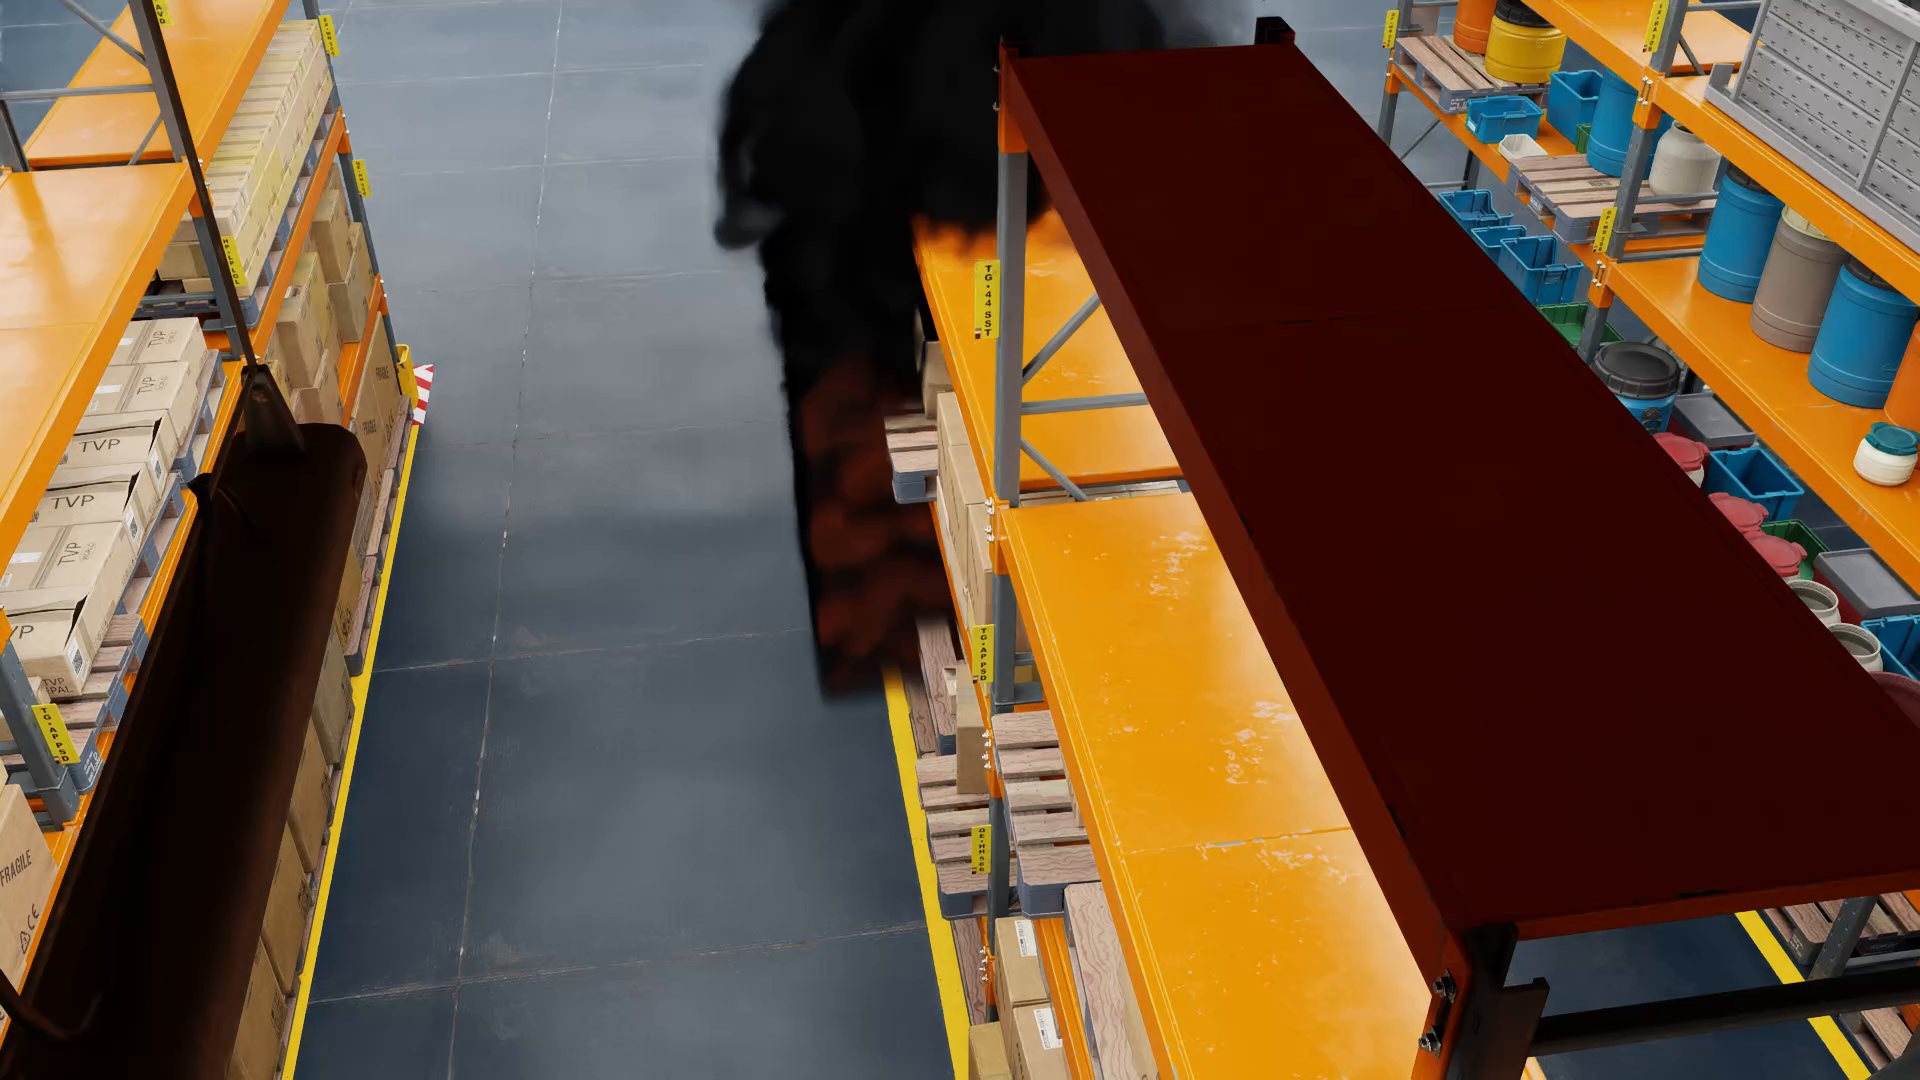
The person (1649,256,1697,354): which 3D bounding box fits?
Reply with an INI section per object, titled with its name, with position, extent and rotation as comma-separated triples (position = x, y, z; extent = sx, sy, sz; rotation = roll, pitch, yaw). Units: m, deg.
[person]
position = 6.257, -2.245, 14.709
extent = 0.522, 1.569, 0.550
rotation = -10, 38, -14
